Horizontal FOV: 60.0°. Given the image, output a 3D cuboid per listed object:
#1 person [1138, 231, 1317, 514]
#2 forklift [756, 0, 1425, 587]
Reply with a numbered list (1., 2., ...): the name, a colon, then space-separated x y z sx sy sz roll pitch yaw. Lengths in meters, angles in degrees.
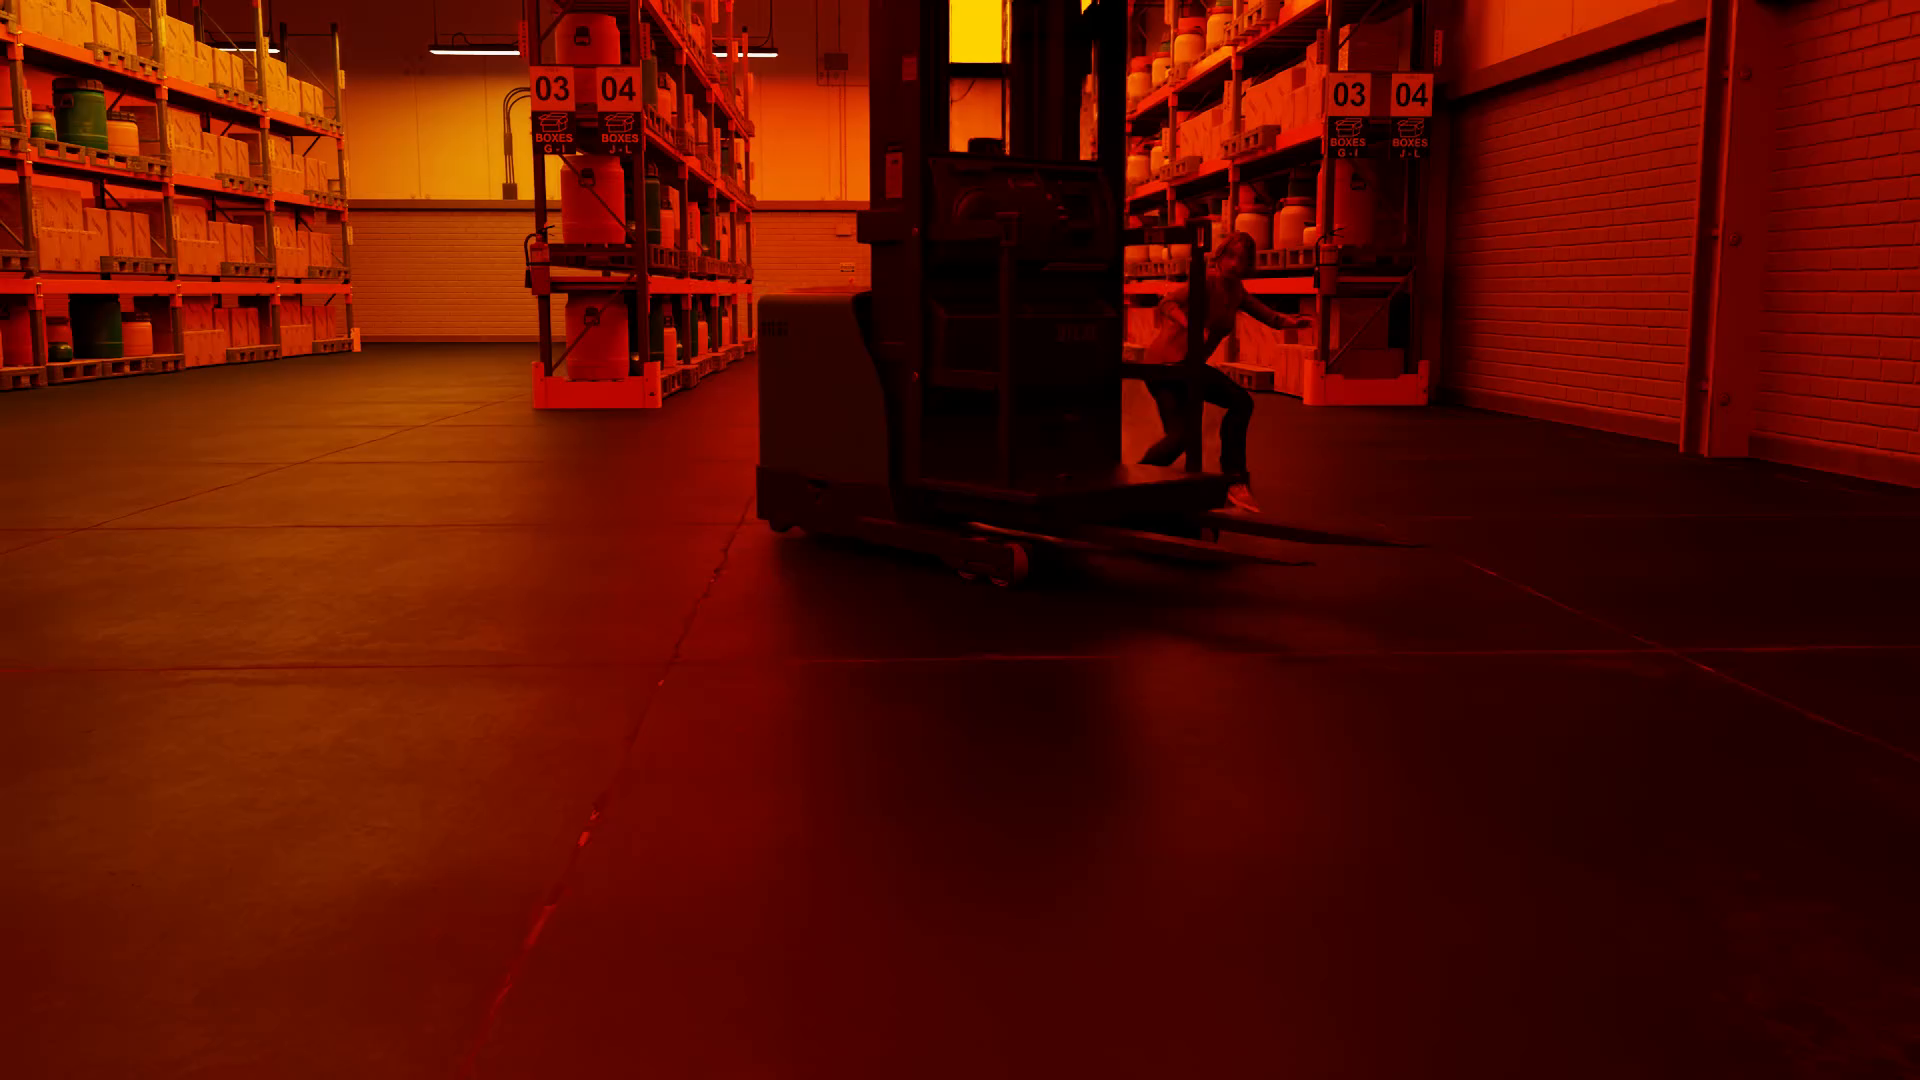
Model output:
1. person: 1.252 -0.796 7.982 0.869 1.348 0.846 3 9 18
2. forklift: 0.394 -1.358 6.479 1.130 2.935 3.031 -7 11 -38
